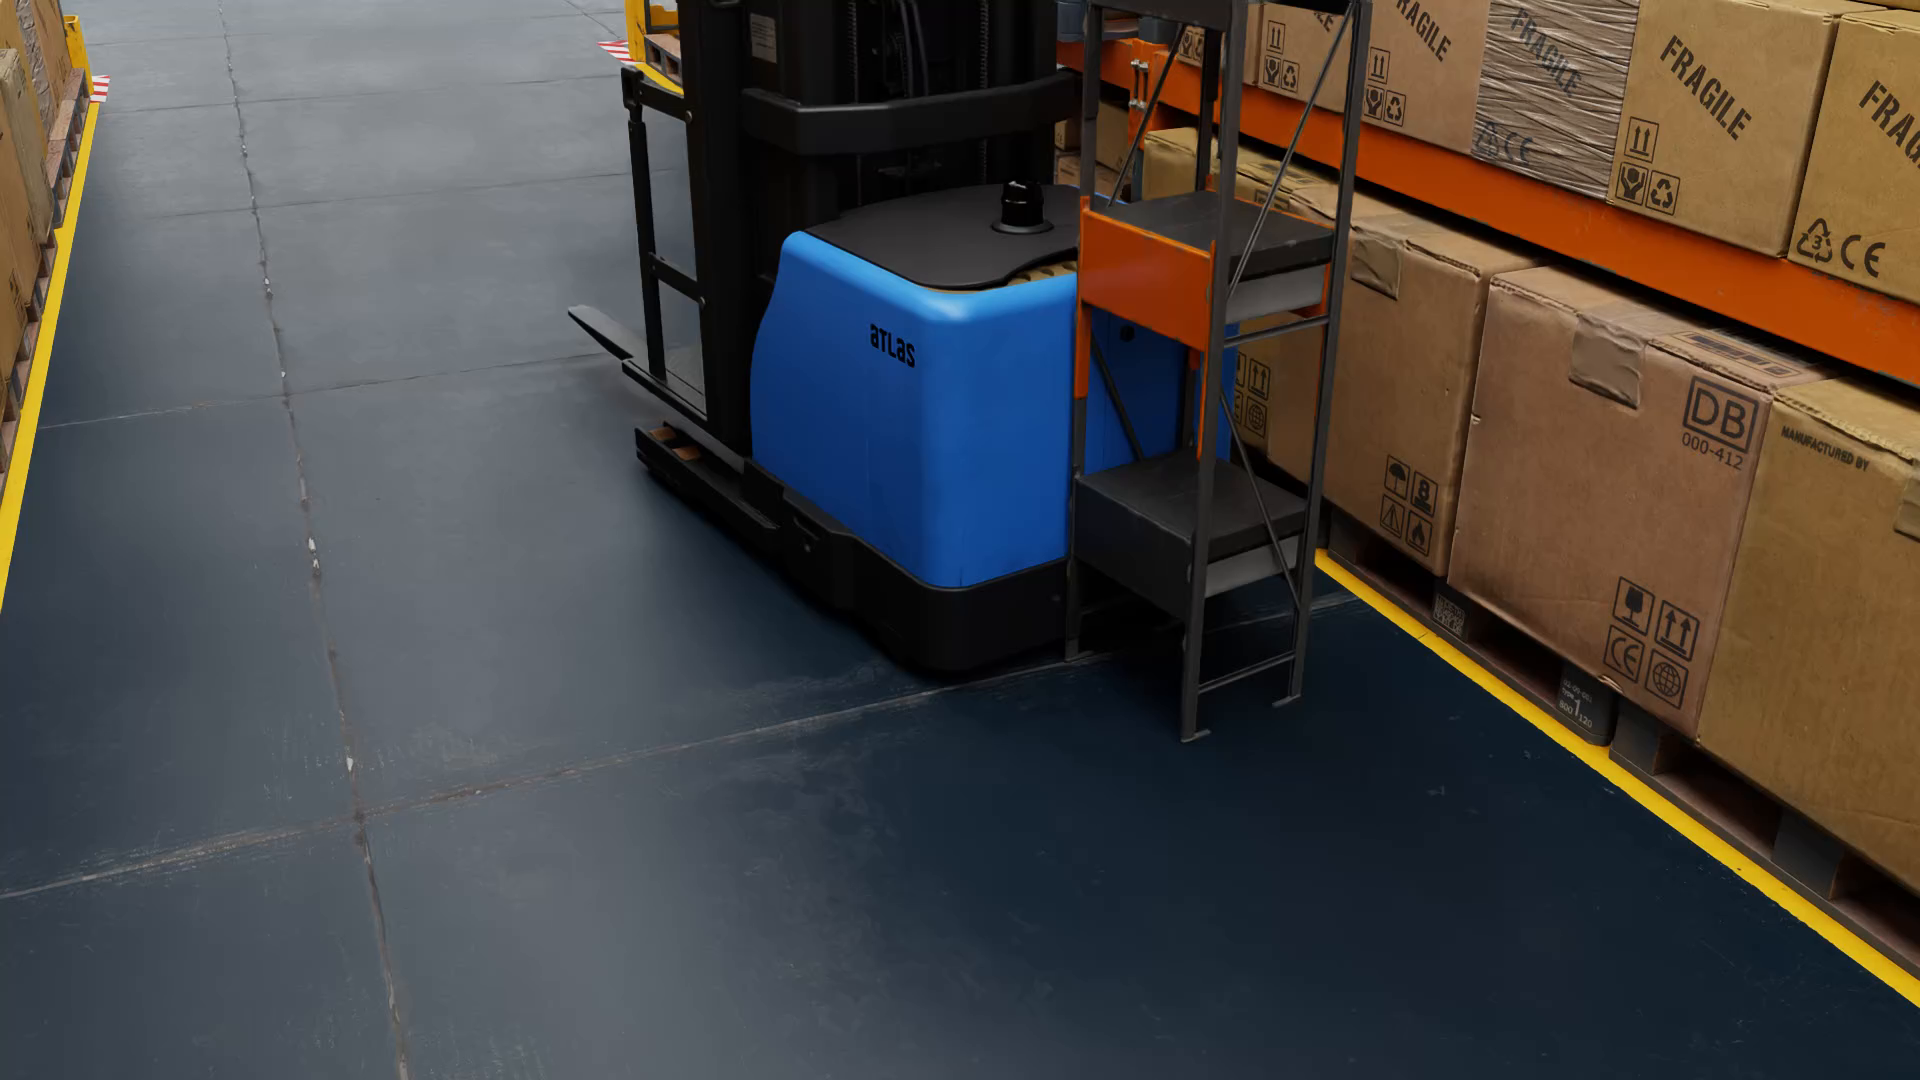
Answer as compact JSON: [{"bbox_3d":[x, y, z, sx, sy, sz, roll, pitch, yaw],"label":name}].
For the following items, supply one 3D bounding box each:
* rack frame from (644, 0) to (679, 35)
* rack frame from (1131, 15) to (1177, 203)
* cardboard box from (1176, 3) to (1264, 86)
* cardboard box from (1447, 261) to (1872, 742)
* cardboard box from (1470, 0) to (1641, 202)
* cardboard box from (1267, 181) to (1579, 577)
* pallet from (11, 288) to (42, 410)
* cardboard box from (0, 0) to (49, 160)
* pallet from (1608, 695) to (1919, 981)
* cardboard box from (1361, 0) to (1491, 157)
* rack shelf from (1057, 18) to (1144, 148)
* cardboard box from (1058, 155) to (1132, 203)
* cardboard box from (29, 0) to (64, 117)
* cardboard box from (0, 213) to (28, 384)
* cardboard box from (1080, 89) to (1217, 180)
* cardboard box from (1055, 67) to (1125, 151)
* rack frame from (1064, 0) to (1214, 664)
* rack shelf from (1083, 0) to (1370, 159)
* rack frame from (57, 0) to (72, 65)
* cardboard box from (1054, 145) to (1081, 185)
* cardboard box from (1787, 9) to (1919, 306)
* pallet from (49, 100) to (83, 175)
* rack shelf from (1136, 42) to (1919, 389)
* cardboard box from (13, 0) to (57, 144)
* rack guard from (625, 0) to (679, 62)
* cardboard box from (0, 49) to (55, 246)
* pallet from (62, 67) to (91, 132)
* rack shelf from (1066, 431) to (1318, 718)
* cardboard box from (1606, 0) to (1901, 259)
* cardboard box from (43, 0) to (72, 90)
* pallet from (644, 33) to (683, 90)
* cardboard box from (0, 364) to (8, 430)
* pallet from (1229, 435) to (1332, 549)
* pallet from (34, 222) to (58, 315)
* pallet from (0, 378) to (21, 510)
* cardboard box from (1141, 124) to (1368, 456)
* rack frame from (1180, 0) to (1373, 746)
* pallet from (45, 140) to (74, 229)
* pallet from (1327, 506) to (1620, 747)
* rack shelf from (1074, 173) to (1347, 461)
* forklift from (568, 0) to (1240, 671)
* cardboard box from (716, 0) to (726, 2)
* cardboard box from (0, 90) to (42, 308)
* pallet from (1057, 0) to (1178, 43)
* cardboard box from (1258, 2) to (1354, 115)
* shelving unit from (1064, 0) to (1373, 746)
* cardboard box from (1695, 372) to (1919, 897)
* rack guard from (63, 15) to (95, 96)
[{"bbox_3d":[-2.027,-5.204,12.490,1.000,3.000,0.127,-11,28,-21],"label":"rack frame"},{"bbox_3d":[1.106,-1.974,5.875,1.000,3.000,0.127,-11,28,-21],"label":"rack frame"},{"bbox_3d":[1.046,-1.776,5.355,0.500,0.500,0.500,-10,28,-19],"label":"cardboard box"},{"bbox_3d":[2.053,-0.209,4.202,1.225,0.875,0.875,-12,28,-22],"label":"cardboard box"},{"bbox_3d":[1.648,-1.160,4.093,0.500,0.500,0.500,-10,28,-20],"label":"cardboard box"},{"bbox_3d":[1.699,-0.565,4.931,1.225,0.875,0.875,-10,28,-20],"label":"cardboard box"},{"bbox_3d":[-4.211,-0.733,6.510,1.003,0.211,1.213,-11,28,-21],"label":"pallet"},{"bbox_3d":[-5.246,-2.278,8.439,0.875,0.875,0.875,-10,28,-20],"label":"cardboard box"},{"bbox_3d":[2.301,0.595,3.791,1.003,0.211,1.213,-11,28,-21],"label":"pallet"},{"bbox_3d":[1.454,-1.362,4.507,0.500,0.500,0.500,-11,28,-22],"label":"cardboard box"},{"bbox_3d":[0.323,-2.458,7.686,1.077,0.370,4.000,-11,28,-21],"label":"rack shelf"},{"bbox_3d":[0.825,-1.316,6.874,0.700,0.500,0.500,-12,29,-23],"label":"cardboard box"},{"bbox_3d":[-5.957,-3.009,9.938,0.875,0.875,0.875,-11,28,-21],"label":"cardboard box"},{"bbox_3d":[-3.999,-0.954,5.871,1.050,0.750,0.750,-10,28,-20],"label":"cardboard box"},{"bbox_3d":[0.816,-1.651,6.706,0.500,0.250,0.500,-9,28,-19],"label":"cardboard box"},{"bbox_3d":[0.599,-1.863,7.141,0.500,0.250,0.500,-7,27,-15],"label":"cardboard box"},{"bbox_3d":[0.457,-0.655,4.198,0.400,2.100,0.015,-16,30,-30],"label":"rack frame"},{"bbox_3d":[0.592,-1.182,3.714,0.431,0.518,0.480,-16,30,-30],"label":"rack shelf"},{"bbox_3d":[-6.630,-4.393,10.828,1.000,3.000,0.127,-11,28,-21],"label":"rack frame"},{"bbox_3d":[0.596,-1.538,7.328,0.700,0.500,0.500,-13,29,-25],"label":"cardboard box"},{"bbox_3d":[2.051,-0.747,3.248,0.500,0.500,0.500,-10,28,-19],"label":"cardboard box"},{"bbox_3d":[-5.771,-2.338,9.799,1.003,0.211,1.213,-11,28,-21],"label":"pallet"},{"bbox_3d":[1.889,-0.844,4.379,1.077,0.370,4.000,-11,28,-21],"label":"rack shelf"},{"bbox_3d":[-5.602,-2.641,9.183,0.875,0.875,0.875,-10,28,-20],"label":"cardboard box"},{"bbox_3d":[-1.997,-4.050,12.975,1.175,0.500,0.348,-11,28,-21],"label":"rack guard"},{"bbox_3d":[-4.738,-1.720,7.440,1.050,0.750,0.750,-11,28,-21],"label":"cardboard box"},{"bbox_3d":[-6.245,-2.830,10.806,1.003,0.211,1.213,-11,28,-21],"label":"pallet"},{"bbox_3d":[0.592,0.076,4.328,0.431,0.518,0.480,-16,30,-30],"label":"rack shelf"},{"bbox_3d":[1.840,-0.957,3.677,0.500,0.500,0.500,-11,28,-21],"label":"cardboard box"},{"bbox_3d":[-6.304,-3.364,10.664,0.875,0.875,0.875,-10,28,-20],"label":"cardboard box"},{"bbox_3d":[-1.712,-3.586,12.354,1.003,0.211,1.213,-11,28,-21],"label":"pallet"},{"bbox_3d":[-3.653,-0.602,5.150,1.050,0.750,0.750,-11,28,-21],"label":"cardboard box"},{"bbox_3d":[1.345,-0.390,5.808,1.003,0.211,1.213,-11,28,-21],"label":"pallet"},{"bbox_3d":[-4.692,-1.226,7.521,1.003,0.211,1.213,-11,28,-21],"label":"pallet"},{"bbox_3d":[-3.737,-0.241,5.503,1.003,0.211,1.213,-11,28,-21],"label":"pallet"},{"bbox_3d":[1.357,-0.926,5.671,1.225,0.875,0.875,-12,28,-23],"label":"cardboard box"},{"bbox_3d":[0.727,-0.476,3.833,0.400,2.100,0.015,-16,30,-30],"label":"rack frame"},{"bbox_3d":[-5.290,-1.845,8.788,1.003,0.211,1.213,-11,28,-21],"label":"pallet"},{"bbox_3d":[1.819,0.102,4.801,1.003,0.211,1.213,-11,28,-21],"label":"pallet"},{"bbox_3d":[0.592,-0.553,4.021,0.431,0.518,0.480,-16,30,-30],"label":"rack shelf"},{"bbox_3d":[-0.451,-1.569,5.124,1.130,2.935,3.031,-16,30,-30],"label":"forklift"},{"bbox_3d":[-1.532,-3.779,11.942,0.500,0.500,0.500,-3,26,-7],"label":"cardboard box"},{"bbox_3d":[-4.364,-1.330,6.641,1.050,0.750,0.750,-11,28,-21],"label":"cardboard box"},{"bbox_3d":[0.729,-2.158,6.469,1.213,0.211,1.003,-11,28,-21],"label":"pallet"},{"bbox_3d":[1.250,-1.569,4.930,0.500,0.500,0.500,-11,28,-22],"label":"cardboard box"},{"bbox_3d":[0.592,-0.566,4.015,0.431,2.100,0.503,-16,30,-30],"label":"shelving unit"},{"bbox_3d":[2.403,0.152,3.464,1.225,0.875,0.875,-10,28,-20],"label":"cardboard box"},{"bbox_3d":[-6.640,-3.279,11.396,1.175,0.500,0.348,-11,28,-21],"label":"rack guard"}]
